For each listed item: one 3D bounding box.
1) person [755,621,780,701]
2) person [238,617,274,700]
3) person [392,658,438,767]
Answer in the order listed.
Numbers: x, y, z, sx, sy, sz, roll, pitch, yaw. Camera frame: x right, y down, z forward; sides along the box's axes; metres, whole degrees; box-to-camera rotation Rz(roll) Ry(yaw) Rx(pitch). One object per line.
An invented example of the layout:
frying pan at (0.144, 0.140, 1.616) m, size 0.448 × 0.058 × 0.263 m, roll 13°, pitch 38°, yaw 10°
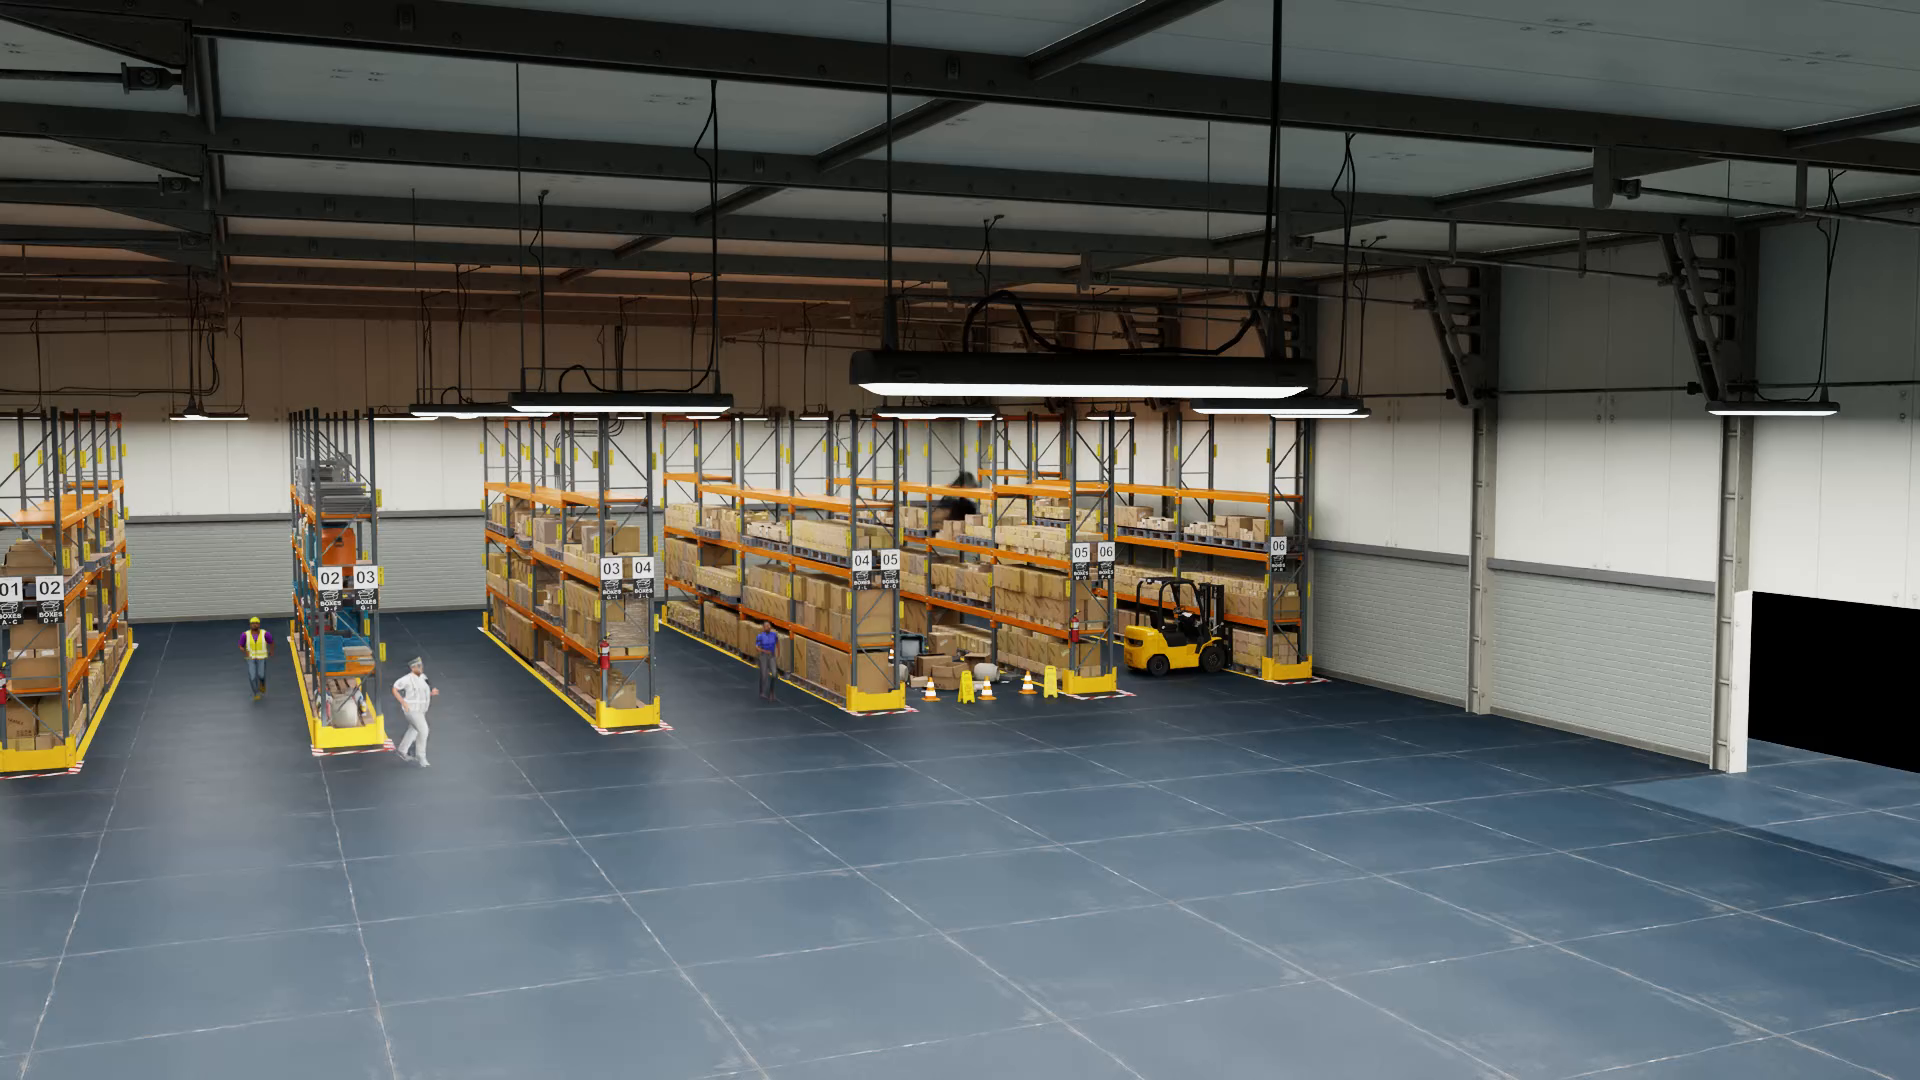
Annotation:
person at (-3.959, 2.508, 34.392) m, size 0.590 × 1.695 × 0.695 m, roll -2°, pitch 4°, yaw -25°
person at (-14.557, 2.455, 34.405) m, size 0.700 × 1.723 × 0.582 m, roll -2°, pitch 4°, yaw -22°
person at (-9.132, 2.882, 27.920) m, size 0.788 × 1.841 × 0.637 m, roll 1°, pitch 4°, yaw 13°
